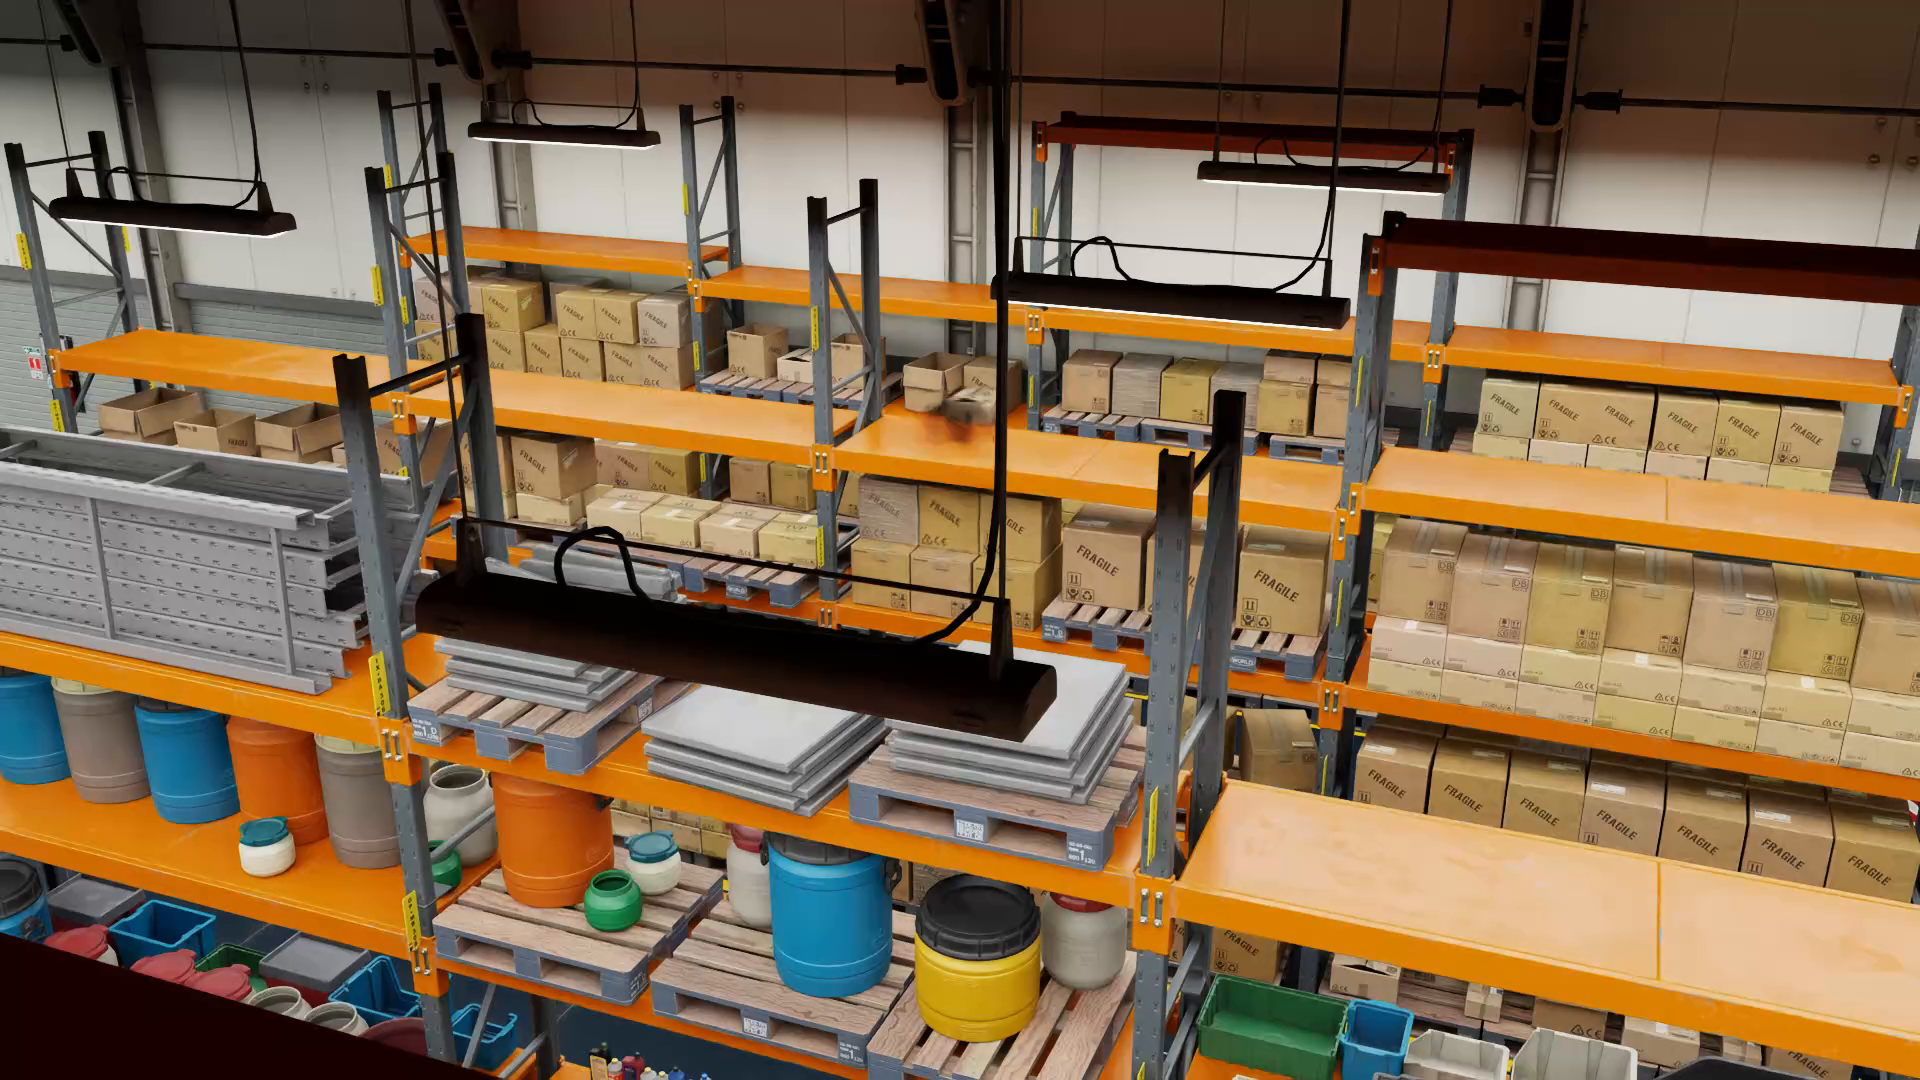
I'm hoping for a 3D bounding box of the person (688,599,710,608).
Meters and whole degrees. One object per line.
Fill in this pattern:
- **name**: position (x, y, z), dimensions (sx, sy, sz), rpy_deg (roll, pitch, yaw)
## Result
- **person**: position (-2.514, 1.337, 16.531), dimensions (0.504, 1.684, 0.362), rpy_deg (12, 24, 28)
